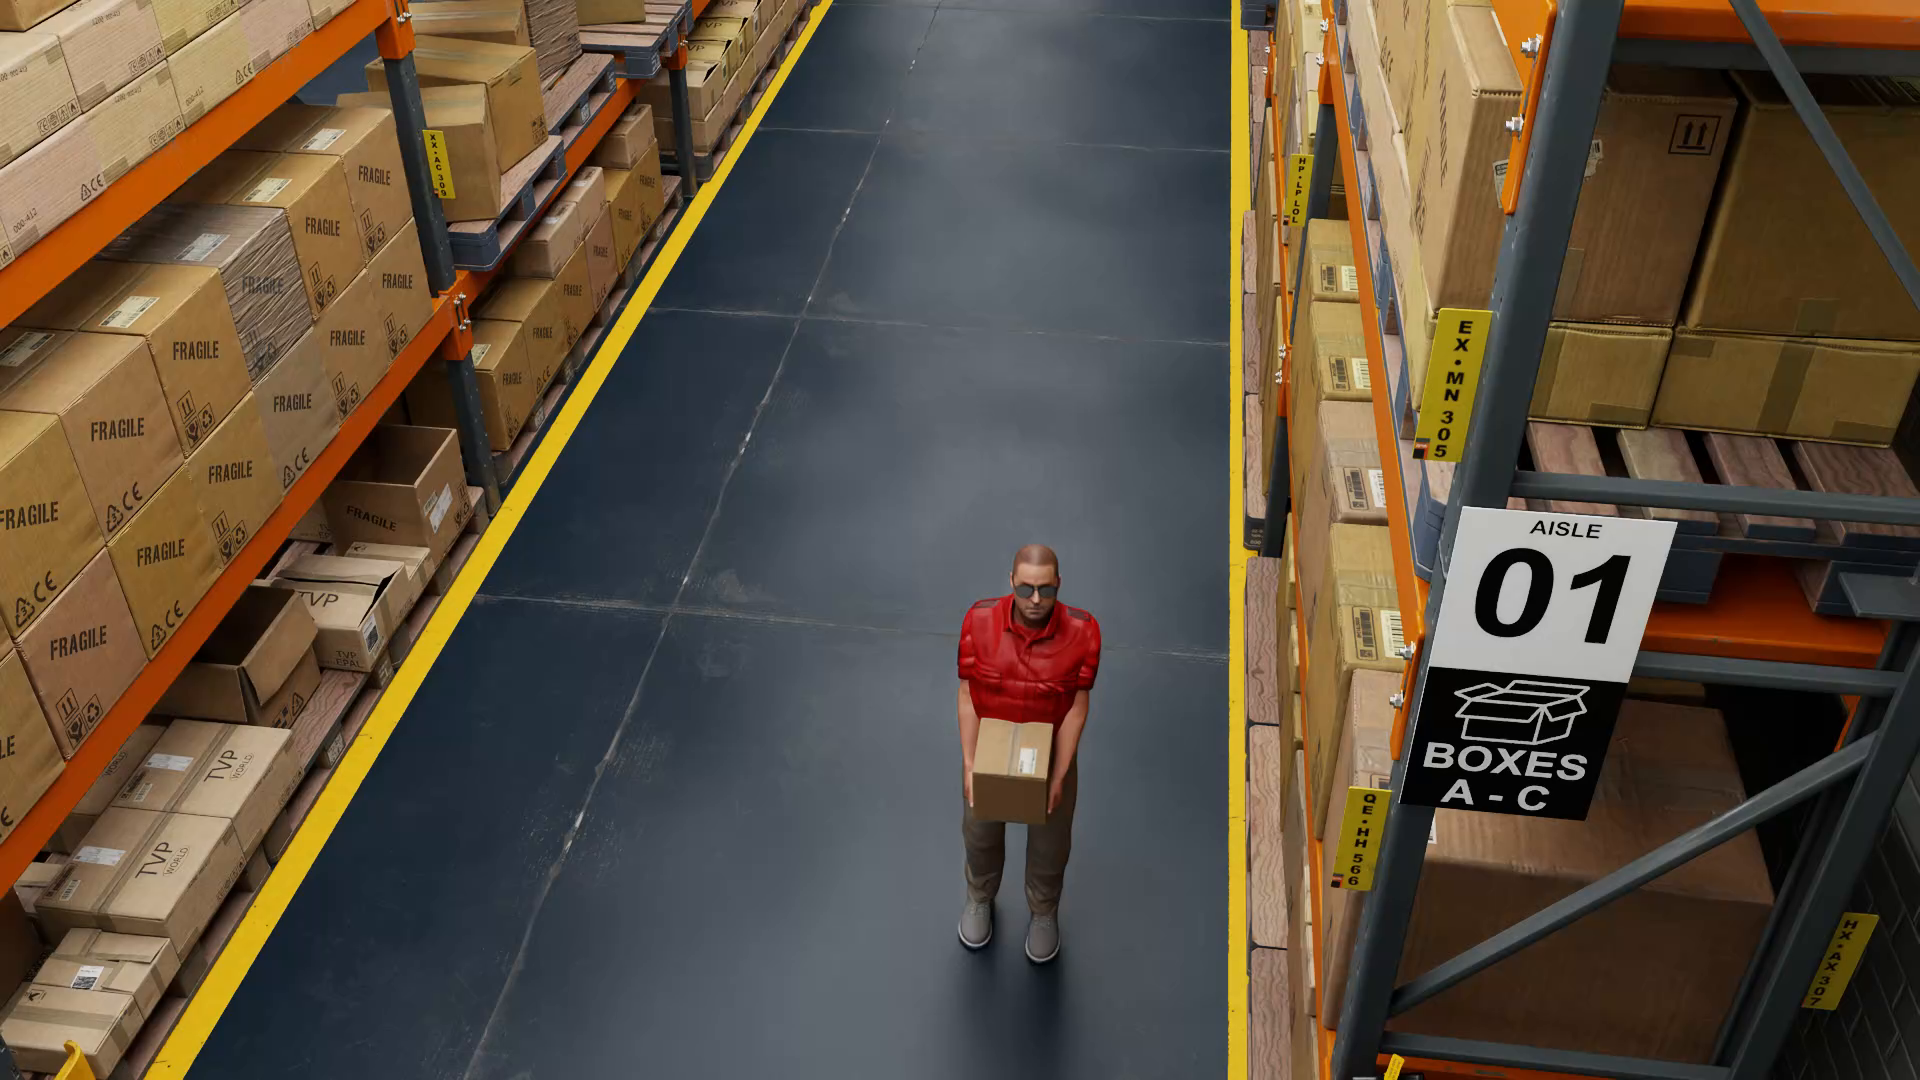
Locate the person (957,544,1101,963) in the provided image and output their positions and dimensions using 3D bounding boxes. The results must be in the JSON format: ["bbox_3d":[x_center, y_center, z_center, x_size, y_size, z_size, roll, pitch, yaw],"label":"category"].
[{"bbox_3d":[0.224,0.820,5.931,0.494,1.712,0.530,4,36,6],"label":"person"}]
